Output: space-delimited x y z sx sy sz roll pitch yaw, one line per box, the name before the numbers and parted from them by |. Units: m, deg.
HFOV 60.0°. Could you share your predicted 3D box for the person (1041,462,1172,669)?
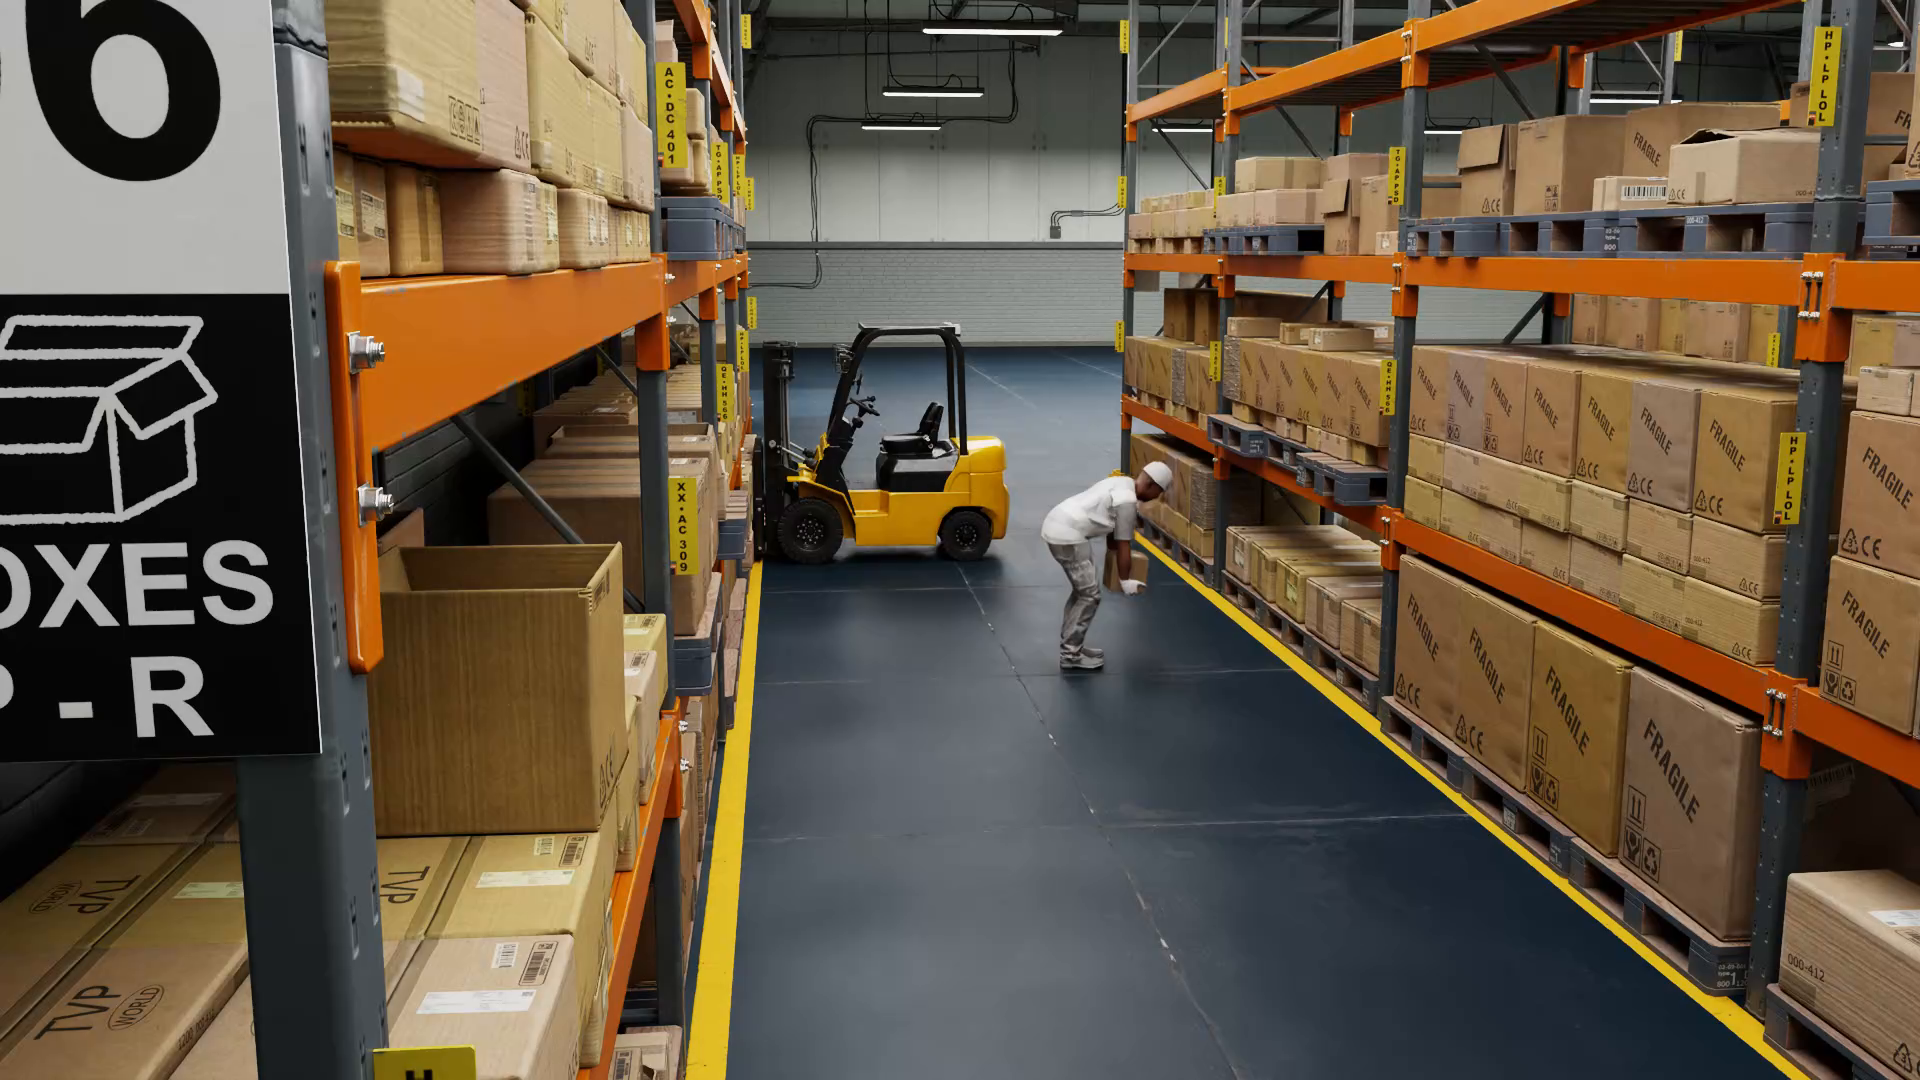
person | 1.016 0.161 11.514 0.902 1.404 0.484 -1 10 -7
